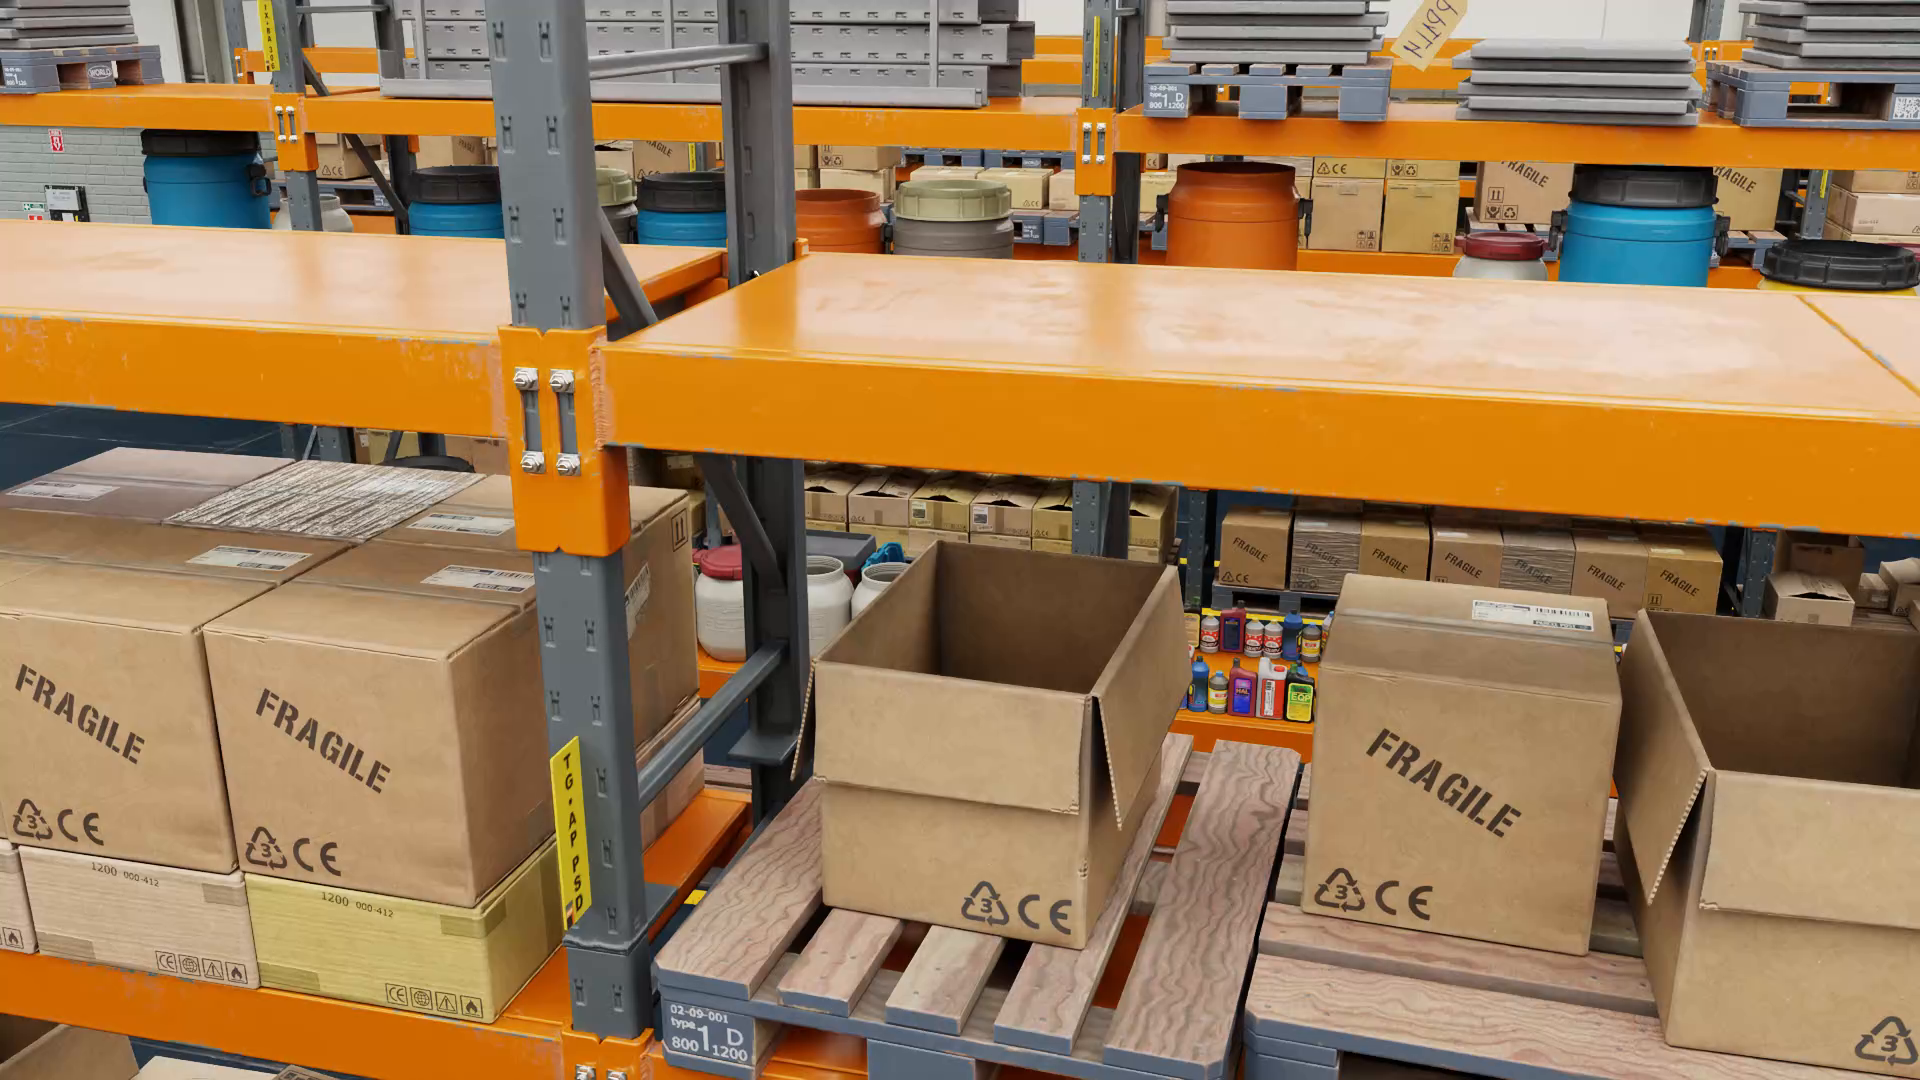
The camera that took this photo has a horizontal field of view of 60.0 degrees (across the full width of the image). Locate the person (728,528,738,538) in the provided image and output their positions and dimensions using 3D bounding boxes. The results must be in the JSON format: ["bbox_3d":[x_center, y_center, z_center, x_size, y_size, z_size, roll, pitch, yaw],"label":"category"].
[{"bbox_3d":[-1.417,-0.027,12.164,0.497,1.599,0.375,4,19,13],"label":"person"}]
